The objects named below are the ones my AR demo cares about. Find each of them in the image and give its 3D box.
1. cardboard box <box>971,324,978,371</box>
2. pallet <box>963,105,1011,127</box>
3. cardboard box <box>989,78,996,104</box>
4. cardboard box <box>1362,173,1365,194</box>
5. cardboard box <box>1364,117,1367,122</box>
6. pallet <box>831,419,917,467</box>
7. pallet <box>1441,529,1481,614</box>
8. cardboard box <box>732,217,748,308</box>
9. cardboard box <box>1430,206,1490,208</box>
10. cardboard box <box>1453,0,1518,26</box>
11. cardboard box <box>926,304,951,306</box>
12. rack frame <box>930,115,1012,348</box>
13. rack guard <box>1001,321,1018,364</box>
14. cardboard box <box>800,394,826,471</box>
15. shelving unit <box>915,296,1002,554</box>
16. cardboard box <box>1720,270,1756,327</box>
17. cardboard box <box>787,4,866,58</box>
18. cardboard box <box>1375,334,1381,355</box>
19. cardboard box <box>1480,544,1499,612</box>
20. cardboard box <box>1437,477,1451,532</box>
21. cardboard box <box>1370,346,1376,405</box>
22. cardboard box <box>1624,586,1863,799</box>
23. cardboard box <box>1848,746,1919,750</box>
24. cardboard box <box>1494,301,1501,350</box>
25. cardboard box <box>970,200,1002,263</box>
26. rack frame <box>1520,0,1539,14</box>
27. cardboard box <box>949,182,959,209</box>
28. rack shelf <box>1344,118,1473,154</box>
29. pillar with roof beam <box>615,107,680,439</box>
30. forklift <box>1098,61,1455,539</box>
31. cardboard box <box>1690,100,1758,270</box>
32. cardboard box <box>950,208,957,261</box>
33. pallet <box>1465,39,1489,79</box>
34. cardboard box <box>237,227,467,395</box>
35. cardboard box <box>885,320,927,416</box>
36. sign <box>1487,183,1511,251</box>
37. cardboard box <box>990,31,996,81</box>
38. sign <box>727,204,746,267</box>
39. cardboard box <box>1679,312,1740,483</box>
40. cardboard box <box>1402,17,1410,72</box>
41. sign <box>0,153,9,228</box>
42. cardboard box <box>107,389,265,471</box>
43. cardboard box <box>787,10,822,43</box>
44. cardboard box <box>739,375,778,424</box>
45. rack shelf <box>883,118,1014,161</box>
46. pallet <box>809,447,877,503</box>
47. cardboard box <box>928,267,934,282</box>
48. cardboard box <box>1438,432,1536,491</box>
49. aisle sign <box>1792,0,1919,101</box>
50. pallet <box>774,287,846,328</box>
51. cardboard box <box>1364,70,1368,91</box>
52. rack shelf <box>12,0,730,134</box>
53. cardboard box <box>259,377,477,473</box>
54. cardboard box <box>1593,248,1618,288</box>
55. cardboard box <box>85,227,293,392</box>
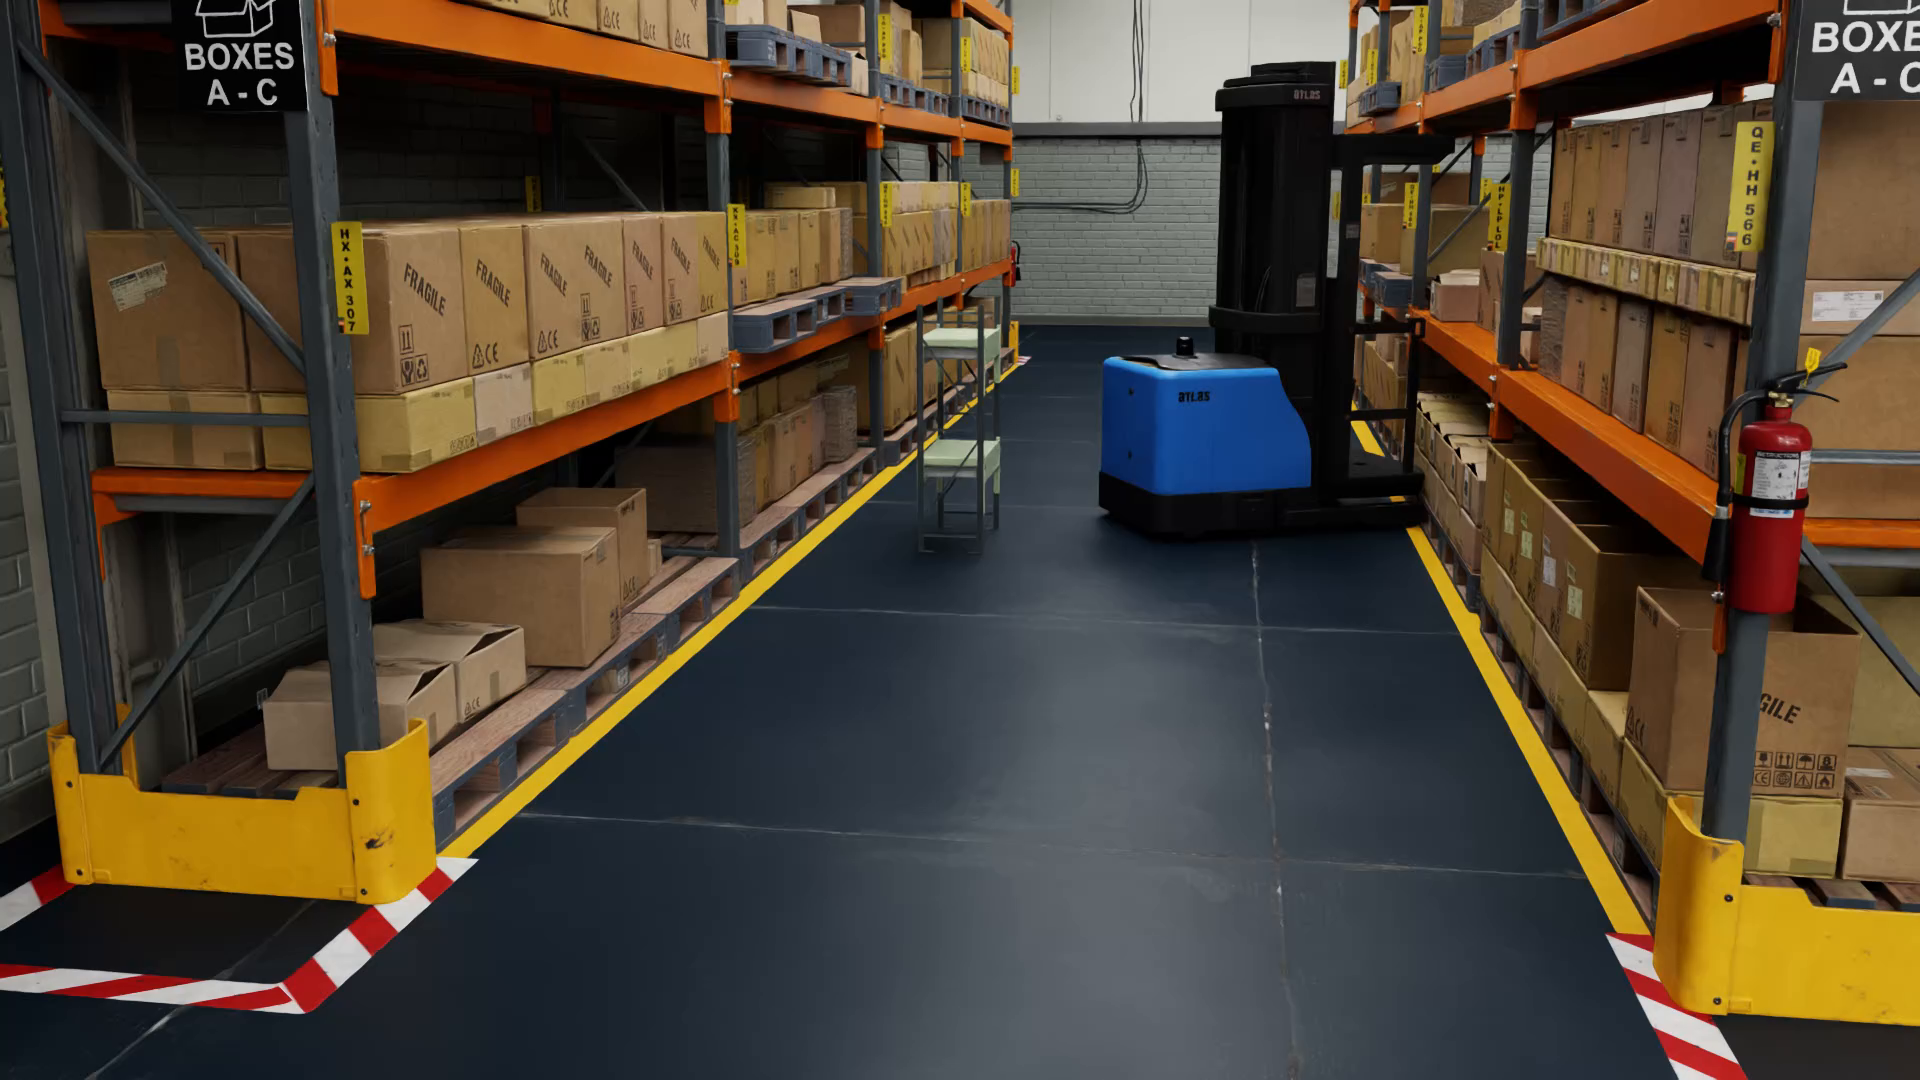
[{"bbox_3d":[-0.188,-2.101,18.059,0.700,0.500,0.500,2,12,8],"label":"cardboard box"},{"bbox_3d":[0.027,-4.962,19.487,1.003,0.211,1.213,2,12,9],"label":"pallet"},{"bbox_3d":[0.126,-4.963,18.403,0.500,0.250,0.500,2,12,7],"label":"cardboard box"},{"bbox_3d":[4.309,-3.459,16.813,0.500,0.500,0.500,2,12,8],"label":"cardboard box"},{"bbox_3d":[4.310,-4.308,16.598,0.500,0.250,0.500,2,12,9],"label":"cardboard box"},{"bbox_3d":[-0.904,-0.827,13.828,1.003,0.211,1.213,2,12,9],"label":"pallet"},{"bbox_3d":[3.255,0.173,9.191,1.003,0.211,1.213,2,12,9],"label":"pallet"},{"bbox_3d":[-1.603,-1.564,9.350,0.700,0.500,0.500,2,12,9],"label":"cardboard box"},{"bbox_3d":[4.110,-2.441,13.468,0.700,0.500,0.500,4,13,19],"label":"cardboard box"},{"bbox_3d":[3.869,-3.963,12.032,0.500,0.500,0.500,2,12,9],"label":"cardboard box"},{"bbox_3d":[-0.290,-2.561,18.653,0.380,0.149,0.250,2,12,8],"label":"cardboard box"},{"bbox_3d":[0.130,-3.693,20.512,1.000,3.000,0.127,2,12,9],"label":"rack frame"},{"bbox_3d":[0.134,-2.476,20.798,1.175,0.500,0.348,2,12,9],"label":"rack guard"},{"bbox_3d":[-1.353,-0.766,11.818,0.700,0.500,0.500,2,12,9],"label":"cardboard box"},{"bbox_3d":[-0.001,-0.732,10.329,0.431,1.500,0.755,2,12,9],"label":"shelving unit"},{"bbox_3d":[2.474,-0.709,4.887,0.380,0.149,0.250,2,12,10],"label":"cardboard box"},{"bbox_3d":[-1.084,-3.859,12.879,0.700,0.500,0.500,1,12,4],"label":"cardboard box"},{"bbox_3d":[3.941,-1.760,14.648,0.500,0.250,0.500,2,12,9],"label":"cardboard box"},{"bbox_3d":[2.809,0.190,8.022,0.500,0.250,0.500,2,12,9],"label":"cardboard box"},{"bbox_3d":[3.115,-0.204,9.851,0.500,0.250,0.500,2,12,10],"label":"cardboard box"},{"bbox_3d":[4.024,-1.490,15.176,0.500,0.500,0.500,2,12,9],"label":"cardboard box"},{"bbox_3d":[2.353,0.448,5.045,0.500,0.500,0.500,2,12,9],"label":"cardboard box"},{"bbox_3d":[2.940,0.727,5.529,0.500,0.250,0.500,2,12,9],"label":"cardboard box"},{"bbox_3d":[3.134,-1.159,9.070,0.396,0.266,0.258,2,12,7],"label":"cardboard box"},{"bbox_3d":[-0.039,-3.582,19.281,0.980,0.700,0.700,2,12,8],"label":"cardboard box"},{"bbox_3d":[3.180,-3.968,7.547,1.000,3.000,0.127,2,12,9],"label":"rack frame"},{"bbox_3d":[-0.304,-3.326,16.035,0.500,0.250,0.500,2,12,10],"label":"cardboard box"},{"bbox_3d":[4.718,-4.232,17.598,1.077,0.370,4.000,2,12,9],"label":"rack shelf"},{"bbox_3d":[2.099,-4.579,10.379,9.100,9.000,0.400,2,12,9],"label":"pillar with roof beam"},{"bbox_3d":[2.510,-1.600,10.963,3.031,2.935,1.130,-4,13,-17],"label":"forklift"},{"bbox_3d":[2.733,-1.104,5.177,0.700,0.500,0.500,2,12,7],"label":"cardboard box"},{"bbox_3d":[-0.307,-2.961,16.120,0.500,0.500,0.500,2,12,8],"label":"cardboard box"},{"bbox_3d":[3.610,-2.865,9.997,1.003,0.211,1.213,2,12,11],"label":"pallet"},{"bbox_3d":[-1.960,-0.755,5.407,0.500,0.500,0.500,2,12,9],"label":"cardboard box"},{"bbox_3d":[-0.716,-1.514,14.502,0.750,0.750,0.750,2,12,8],"label":"cardboard box"},{"bbox_3d":[2.642,-1.579,8.138,0.100,0.325,0.005,2,12,9],"label":"sign"},{"bbox_3d":[0.128,-5.333,18.343,0.500,0.500,0.500,1,12,6],"label":"cardboard box"},{"bbox_3d":[-1.178,-1.603,8.755,0.100,0.325,0.005,2,12,9],"label":"sign"},{"bbox_3d":[2.725,-0.458,5.262,0.700,0.500,0.500,2,12,10],"label":"cardboard box"},{"bbox_3d":[4.180,-4.228,14.401,0.600,0.600,0.600,2,12,8],"label":"cardboard box"},{"bbox_3d":[-2.876,-1.105,5.004,0.100,0.325,0.005,2,12,9],"label":"sign"},{"bbox_3d":[-2.450,-0.403,5.551,0.500,0.250,0.500,2,12,9],"label":"cardboard box"},{"bbox_3d":[-1.391,-3.288,11.217,0.797,0.503,0.637,4,13,17],"label":"cardboard box"},{"bbox_3d":[-1.478,-0.909,10.701,0.500,0.250,0.500,2,12,7],"label":"cardboard box"},{"bbox_3d":[-0.177,-4.392,18.339,1.077,0.370,4.000,2,12,9],"label":"rack shelf"},{"bbox_3d":[-1.222,-0.502,12.323,1.003,0.211,1.213,2,12,9],"label":"pallet"},{"bbox_3d":[-0.443,-2.457,15.322,0.380,0.149,0.250,2,12,9],"label":"cardboard box"},{"bbox_3d":[3.112,-0.477,9.785,0.500,0.311,0.500,2,12,8],"label":"cardboard box"},{"bbox_3d":[2.265,-1.470,4.022,0.394,0.787,0.004,2,12,9],"label":"aisle sign"},{"bbox_3d":[-1.364,-1.521,10.886,1.003,0.211,1.213,2,12,9],"label":"pallet"},{"bbox_3d":[4.297,-4.552,16.547,0.500,0.250,0.500,2,12,9],"label":"cardboard box"},{"bbox_3d":[-2.023,-1.894,6.748,1.077,0.370,4.000,2,12,9],"label":"rack shelf"},{"bbox_3d":[-1.942,-0.391,5.494,0.500,0.250,0.500,2,12,7],"label":"cardboard box"},{"bbox_3d":[2.753,-1.084,6.625,0.380,0.149,0.250,2,12,7],"label":"cardboard box"},{"bbox_3d":[-2.468,-0.771,5.479,0.500,0.500,0.500,2,12,8],"label":"cardboard box"}]
